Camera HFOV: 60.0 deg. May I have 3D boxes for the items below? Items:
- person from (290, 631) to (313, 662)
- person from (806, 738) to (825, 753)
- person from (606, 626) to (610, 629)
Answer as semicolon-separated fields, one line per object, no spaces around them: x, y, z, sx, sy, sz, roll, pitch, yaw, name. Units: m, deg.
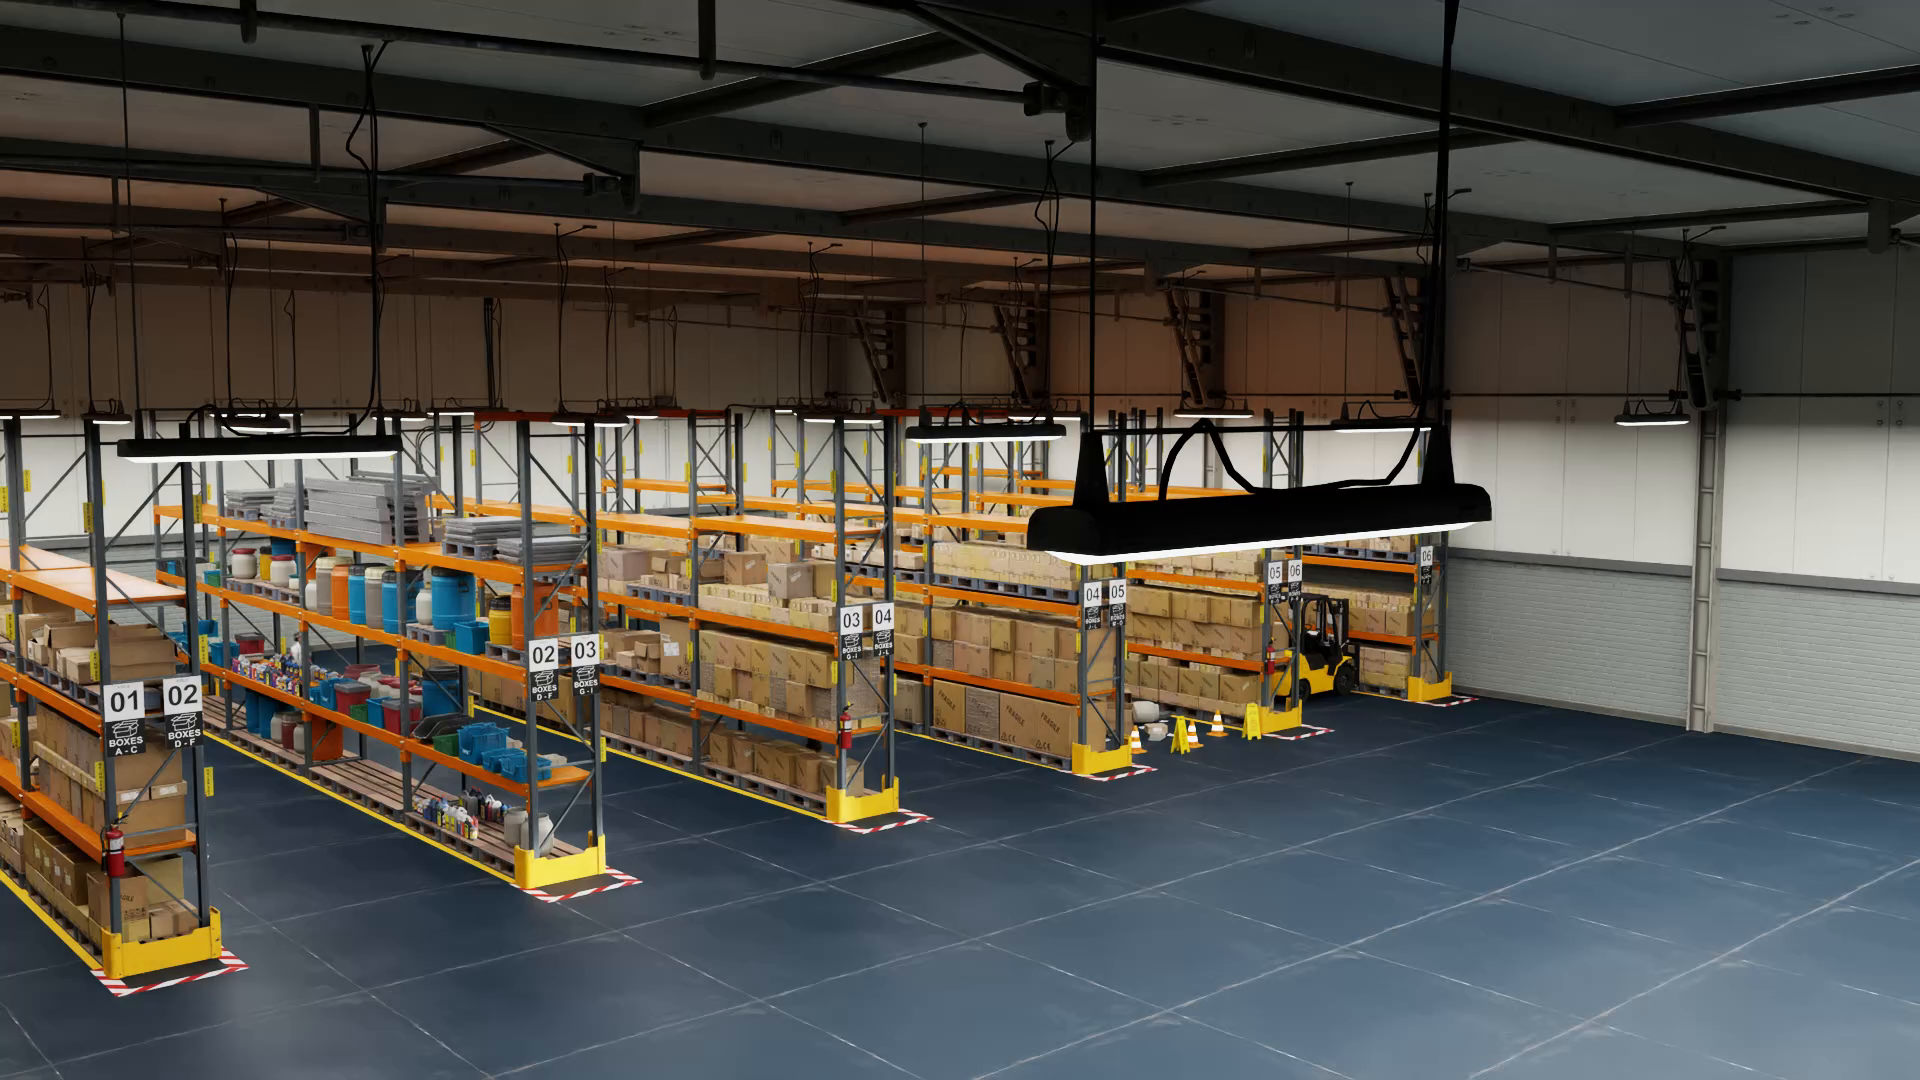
-13.099;2.592;33.020;0.989;1.635;0.433;4;6;39;person
-2.456;2.937;28.771;0.799;1.794;0.620;4;6;38;person
-7.385;2.537;34.500;0.494;1.540;0.664;-5;7;-44;person
